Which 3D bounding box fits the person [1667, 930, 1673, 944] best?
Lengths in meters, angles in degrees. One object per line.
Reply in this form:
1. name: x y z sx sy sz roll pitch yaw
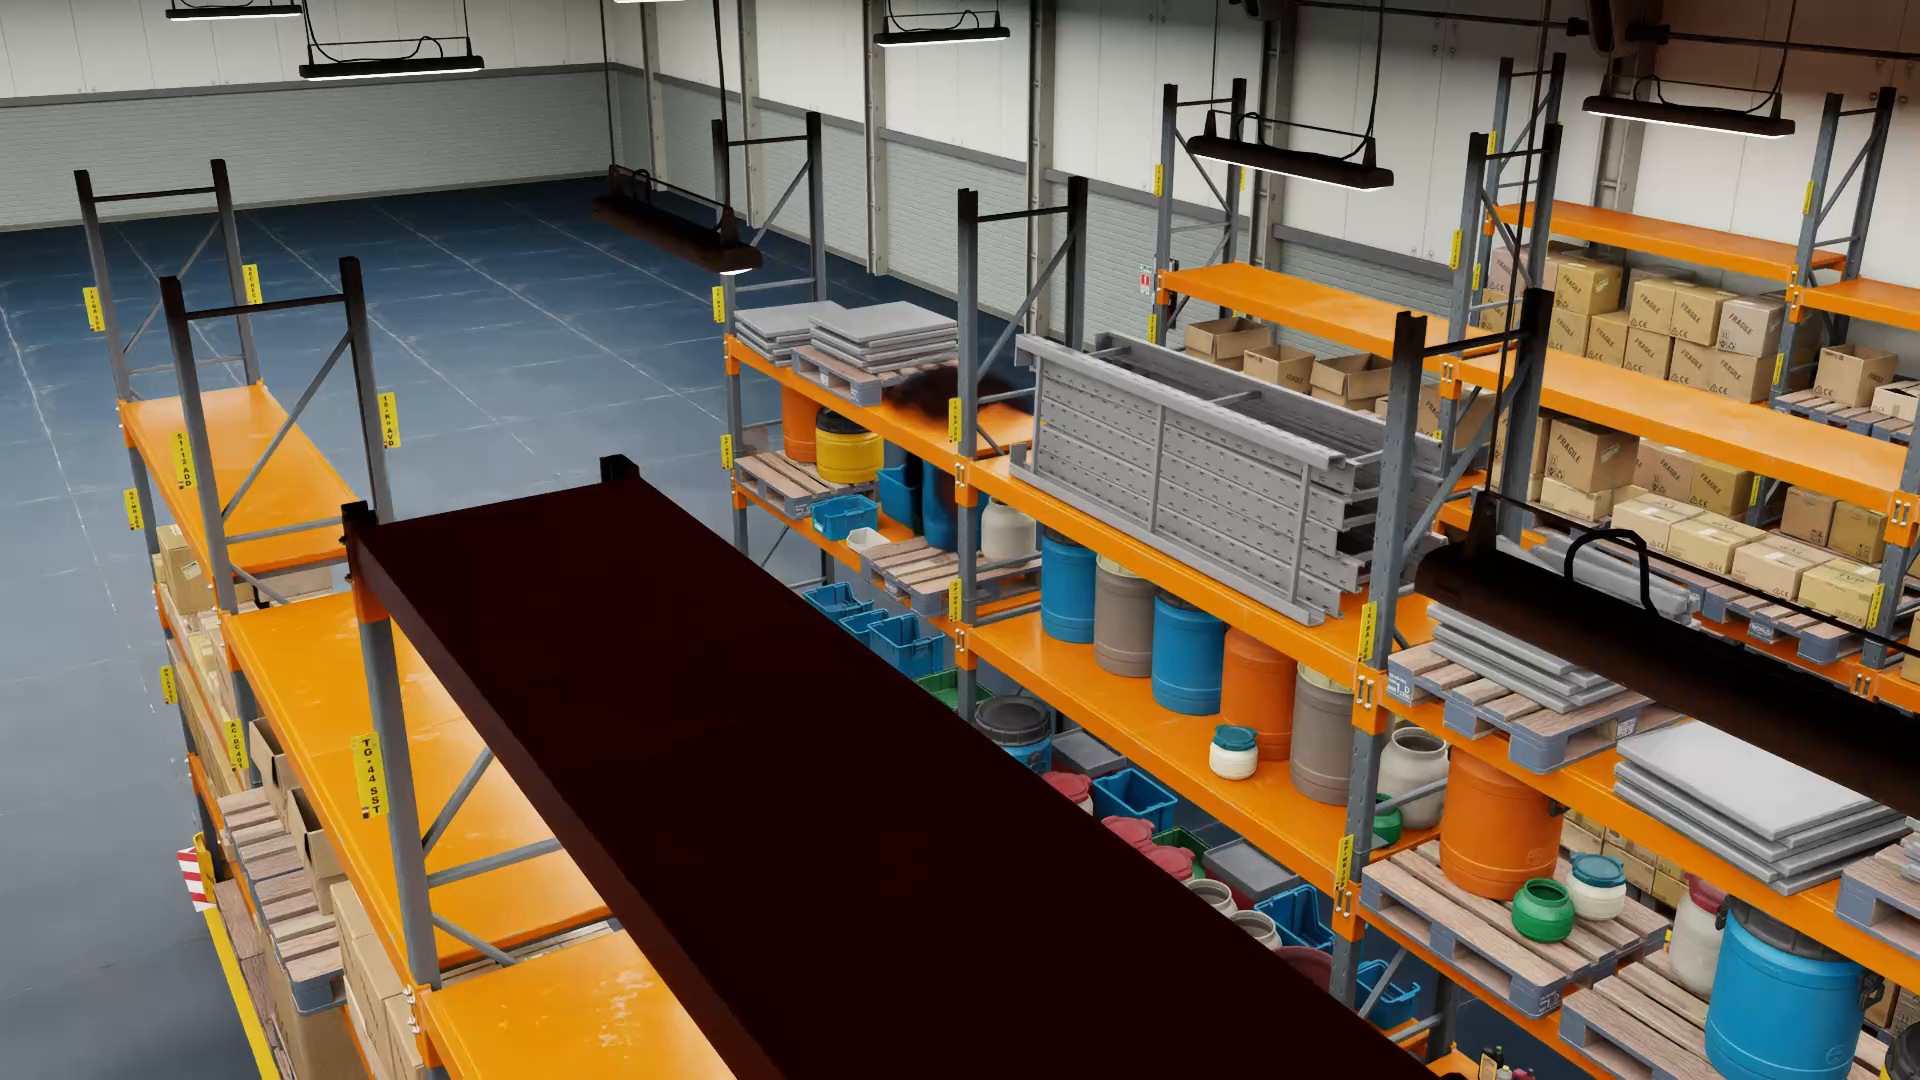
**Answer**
1. person: 4.650 3.378 10.865 0.675 1.624 0.471 15 26 33
